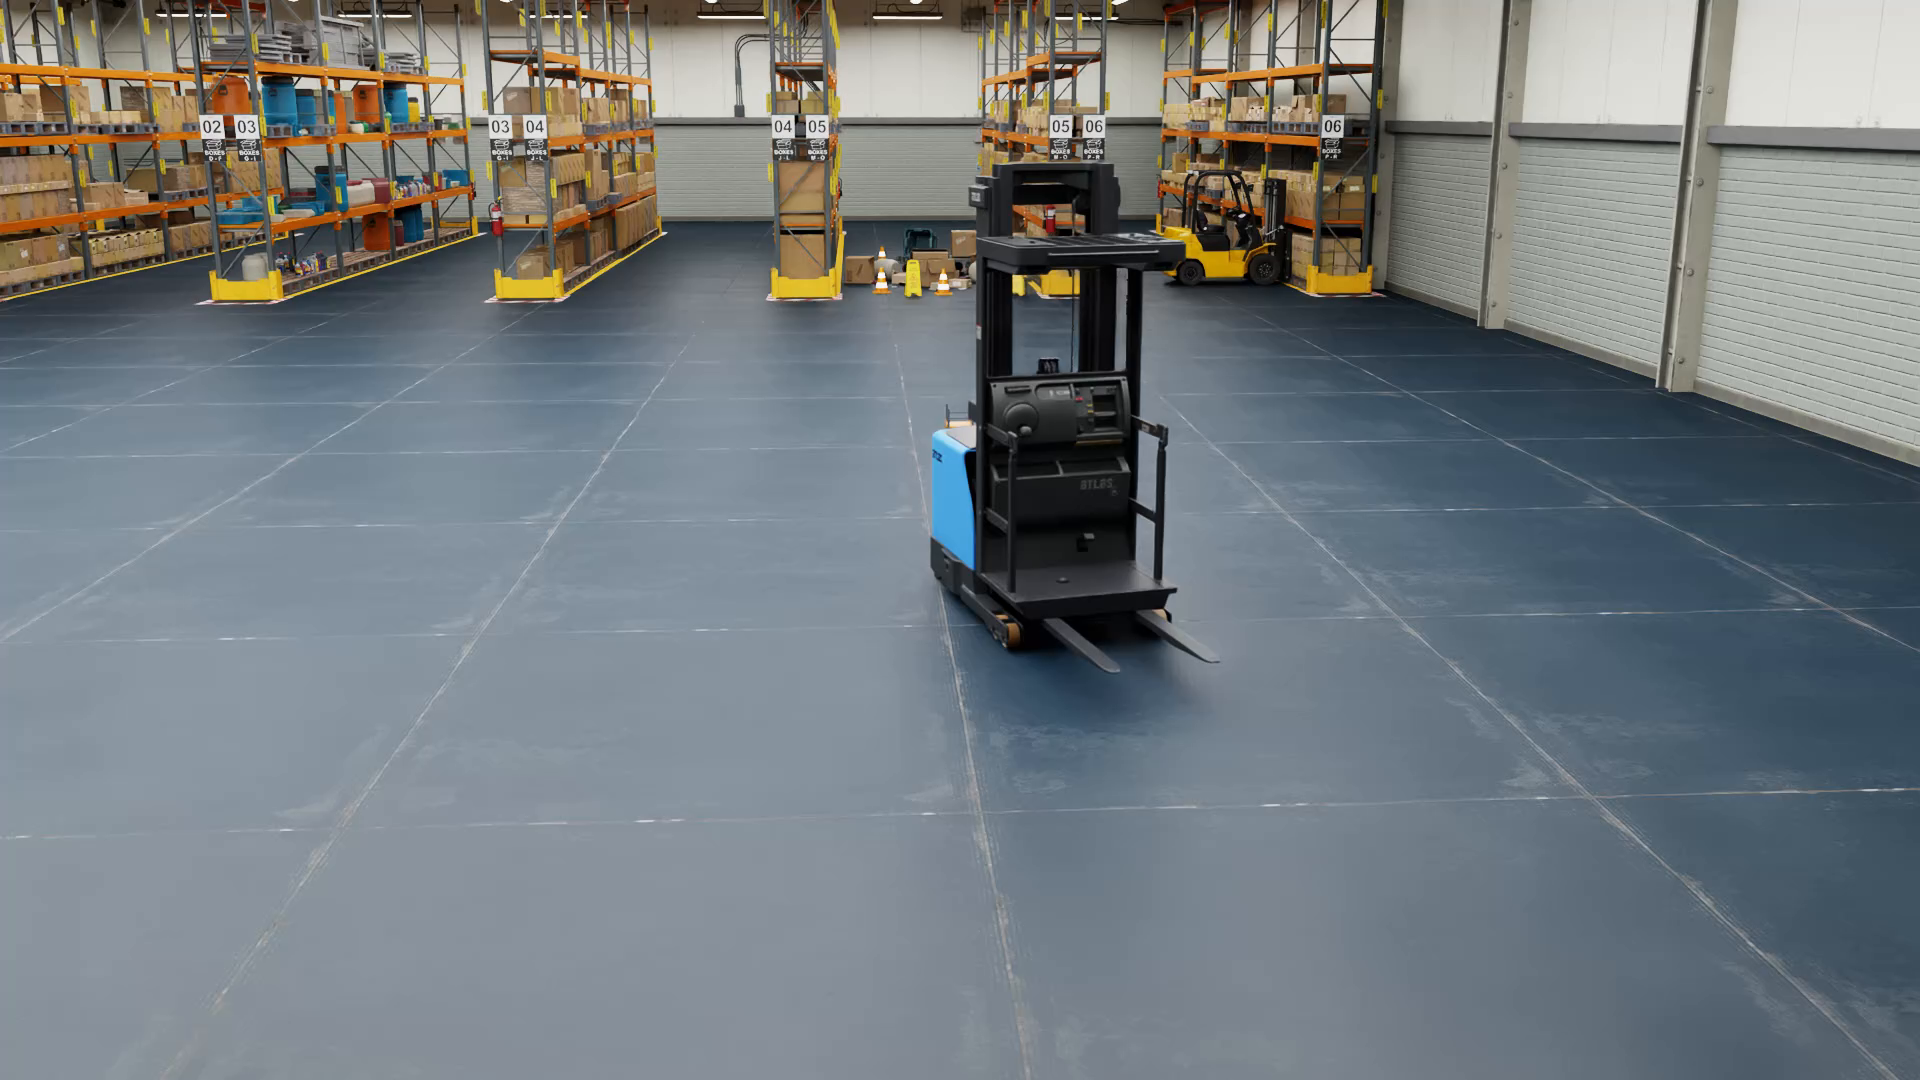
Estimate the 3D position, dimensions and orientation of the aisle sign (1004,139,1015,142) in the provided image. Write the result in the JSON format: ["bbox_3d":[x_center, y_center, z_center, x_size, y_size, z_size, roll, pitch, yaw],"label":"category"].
[{"bbox_3d":[1.413,-11.258,45.544,0.394,0.787,0.004,-1,14,-3],"label":"aisle sign"}]

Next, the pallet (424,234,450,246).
[{"bbox_3d":[-13.563,-7.584,42.077,1.003,0.211,1.213,-1,14,-3],"label":"pallet"}]

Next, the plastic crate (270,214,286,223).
[{"bbox_3d":[-12.470,-5.867,30.339,0.298,0.136,0.250,-1,14,-3],"label":"plastic crate"}]

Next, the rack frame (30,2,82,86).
[{"bbox_3d":[-23.615,-12.499,43.546,1.000,3.000,0.127,-1,14,-3],"label":"rack frame"}]

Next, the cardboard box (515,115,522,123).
[{"bbox_3d":[-8.020,-7.548,29.823,0.380,0.149,0.250,-1,14,-5],"label":"cardboard box"}]

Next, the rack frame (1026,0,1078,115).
[{"bbox_3d":[1.851,-9.897,33.433,1.000,3.000,0.127,-1,14,-3],"label":"rack frame"}]

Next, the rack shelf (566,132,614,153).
[{"bbox_3d":[-8.164,-8.440,35.235,1.077,0.370,4.000,-1,14,-3],"label":"rack shelf"}]

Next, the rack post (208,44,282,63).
[{"bbox_3d":[-12.655,-8.621,29.475,0.937,0.300,0.954,1,14,3],"label":"rack post"}]

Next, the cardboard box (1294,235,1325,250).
[{"bbox_3d":[6.676,-5.667,31.701,0.500,0.250,0.500,-1,14,-2],"label":"cardboard box"}]

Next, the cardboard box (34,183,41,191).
[{"bbox_3d":[-17.619,-6.669,31.424,0.380,0.149,0.250,0,14,-2],"label":"cardboard box"}]

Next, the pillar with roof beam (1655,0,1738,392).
[{"bbox_3d":[4.356,-6.116,18.737,9.100,9.000,0.400,-1,14,-3],"label":"pillar with roof beam"}]

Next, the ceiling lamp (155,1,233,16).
[{"bbox_3d":[-21.260,-16.032,45.564,2.000,3.185,0.800,-1,14,-3],"label":"ceiling lamp"}]

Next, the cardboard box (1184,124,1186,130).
[{"bbox_3d":[5.972,-10.603,42.699,0.380,0.149,0.250,0,14,-2],"label":"cardboard box"}]

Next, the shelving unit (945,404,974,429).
[{"bbox_3d":[-0.003,-0.522,12.947,0.215,1.050,0.252,-1,14,-3],"label":"shelving unit"}]

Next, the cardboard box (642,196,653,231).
[{"bbox_3d":[-8.607,-8.613,43.904,0.875,0.875,0.875,-1,14,-3],"label":"cardboard box"}]

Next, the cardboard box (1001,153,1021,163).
[{"bbox_3d":[1.246,-8.895,39.370,0.500,0.500,0.500,-1,14,-3],"label":"cardboard box"}]

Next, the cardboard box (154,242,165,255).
[{"bbox_3d":[-17.899,-6.426,36.658,0.500,0.250,0.500,-1,14,-2],"label":"cardboard box"}]

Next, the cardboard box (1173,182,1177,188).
[{"bbox_3d":[5.875,-9.460,44.276,0.380,0.149,0.250,-1,14,-2],"label":"cardboard box"}]

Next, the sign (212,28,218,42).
[{"bbox_3d":[-17.869,-12.121,39.883,0.100,0.325,0.005,-1,14,-3],"label":"sign"}]

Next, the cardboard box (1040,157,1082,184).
[{"bbox_3d":[1.849,-6.797,30.620,0.700,0.500,0.500,-1,14,-5],"label":"cardboard box"}]

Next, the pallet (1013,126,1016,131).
[{"bbox_3d":[1.462,-10.114,40.680,0.805,0.209,1.217,-1,15,-6],"label":"pallet"}]

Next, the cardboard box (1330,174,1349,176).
[{"bbox_3d":[7.232,-6.861,31.572,0.380,0.149,0.250,-1,14,-3],"label":"cardboard box"}]

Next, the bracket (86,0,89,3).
[{"bbox_3d":[-24.317,-15.009,46.077,0.235,0.232,0.430,-1,14,-3],"label":"bracket"}]

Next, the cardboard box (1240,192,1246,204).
[{"bbox_3d":[6.436,-7.495,36.438,0.500,0.250,0.500,0,14,-2],"label":"cardboard box"}]

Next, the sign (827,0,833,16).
[{"bbox_3d":[-2.281,-9.337,29.063,0.100,0.325,0.005,-1,14,-3],"label":"sign"}]

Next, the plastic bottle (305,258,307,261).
[{"bbox_3d":[-12.724,-5.368,32.438,0.061,0.283,0.133,-1,14,-3],"label":"plastic bottle"}]

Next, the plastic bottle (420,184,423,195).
[{"bbox_3d":[-13.109,-8.508,40.322,0.152,0.276,0.135,-1,14,-3],"label":"plastic bottle"}]

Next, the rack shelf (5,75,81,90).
[{"bbox_3d":[-23.491,-11.460,41.752,1.077,0.370,4.000,-1,14,-3],"label":"rack shelf"}]

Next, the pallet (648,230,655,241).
[{"bbox_3d":[-8.583,-7.972,43.588,1.003,0.211,1.213,-1,14,-3],"label":"pallet"}]

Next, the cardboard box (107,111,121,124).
[{"bbox_3d":[-18.016,-8.880,34.959,0.500,0.250,0.500,-1,14,-5],"label":"cardboard box"}]

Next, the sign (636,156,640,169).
[{"bbox_3d":[-7.994,-9.361,41.226,0.100,0.325,0.005,-1,14,-3],"label":"sign"}]

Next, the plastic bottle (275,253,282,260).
[{"bbox_3d":[-13.336,-5.438,32.576,0.144,0.351,0.185,-1,15,-6],"label":"plastic bottle"}]

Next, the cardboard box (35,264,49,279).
[{"bbox_3d":[-17.582,-5.073,31.400,0.500,0.250,0.500,-1,14,-3],"label":"cardboard box"}]

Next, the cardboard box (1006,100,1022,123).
[{"bbox_3d":[1.429,-9.784,37.963,0.797,0.503,0.637,-2,15,-7],"label":"cardboard box"}]

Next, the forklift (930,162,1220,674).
[{"bbox_3d":[0.711,-0.849,10.444,1.130,2.935,3.031,-4,15,-17],"label":"forklift"}]

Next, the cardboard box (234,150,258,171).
[{"bbox_3d":[-18.268,-9.715,42.558,0.500,0.500,0.500,0,14,-2],"label":"cardboard box"}]

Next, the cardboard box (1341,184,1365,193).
[{"bbox_3d":[7.291,-6.525,30.865,0.380,0.149,0.250,-1,14,-5],"label":"cardboard box"}]

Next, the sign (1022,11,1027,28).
[{"bbox_3d":[1.298,-10.416,33.258,0.100,0.325,0.005,-1,14,-3],"label":"sign"}]

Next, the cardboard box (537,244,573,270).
[{"bbox_3d":[-8.012,-5.589,32.903,0.500,0.500,0.500,4,15,14],"label":"cardboard box"}]

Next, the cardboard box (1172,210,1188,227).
[{"bbox_3d":[5.952,-8.547,44.397,0.500,0.500,0.500,-1,14,-2],"label":"cardboard box"}]

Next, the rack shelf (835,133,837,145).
[{"bbox_3d":[-3.455,-9.487,39.301,1.077,0.370,4.000,-1,14,-3],"label":"rack shelf"}]

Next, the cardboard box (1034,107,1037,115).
[{"bbox_3d":[1.653,-8.369,32.417,0.380,0.149,0.250,-1,14,-5],"label":"cardboard box"}]

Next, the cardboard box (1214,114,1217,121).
[{"bbox_3d":[6.241,-10.042,39.517,0.380,0.149,0.250,0,14,-2],"label":"cardboard box"}]

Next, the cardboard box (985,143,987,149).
[{"bbox_3d":[0.877,-10.535,44.441,0.380,0.149,0.250,-1,14,-5],"label":"cardboard box"}]

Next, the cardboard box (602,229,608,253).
[{"bbox_3d":[-8.226,-6.670,37.062,0.700,0.500,0.500,-2,15,-6],"label":"cardboard box"}]

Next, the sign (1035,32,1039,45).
[{"bbox_3d":[1.896,-12.389,41.083,0.100,0.325,0.005,-1,14,-3],"label":"sign"}]

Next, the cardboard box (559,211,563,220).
[{"bbox_3d":[-7.613,-6.046,31.008,0.380,0.149,0.250,-1,14,-3],"label":"cardboard box"}]

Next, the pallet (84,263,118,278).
[{"bbox_3d":[-18.012,-5.519,34.052,1.003,0.211,1.213,-1,14,-3],"label":"pallet"}]

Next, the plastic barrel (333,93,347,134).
[{"bbox_3d":[-13.356,-9.047,35.289,0.600,0.830,0.708,-1,14,-3],"label":"plastic barrel"}]
